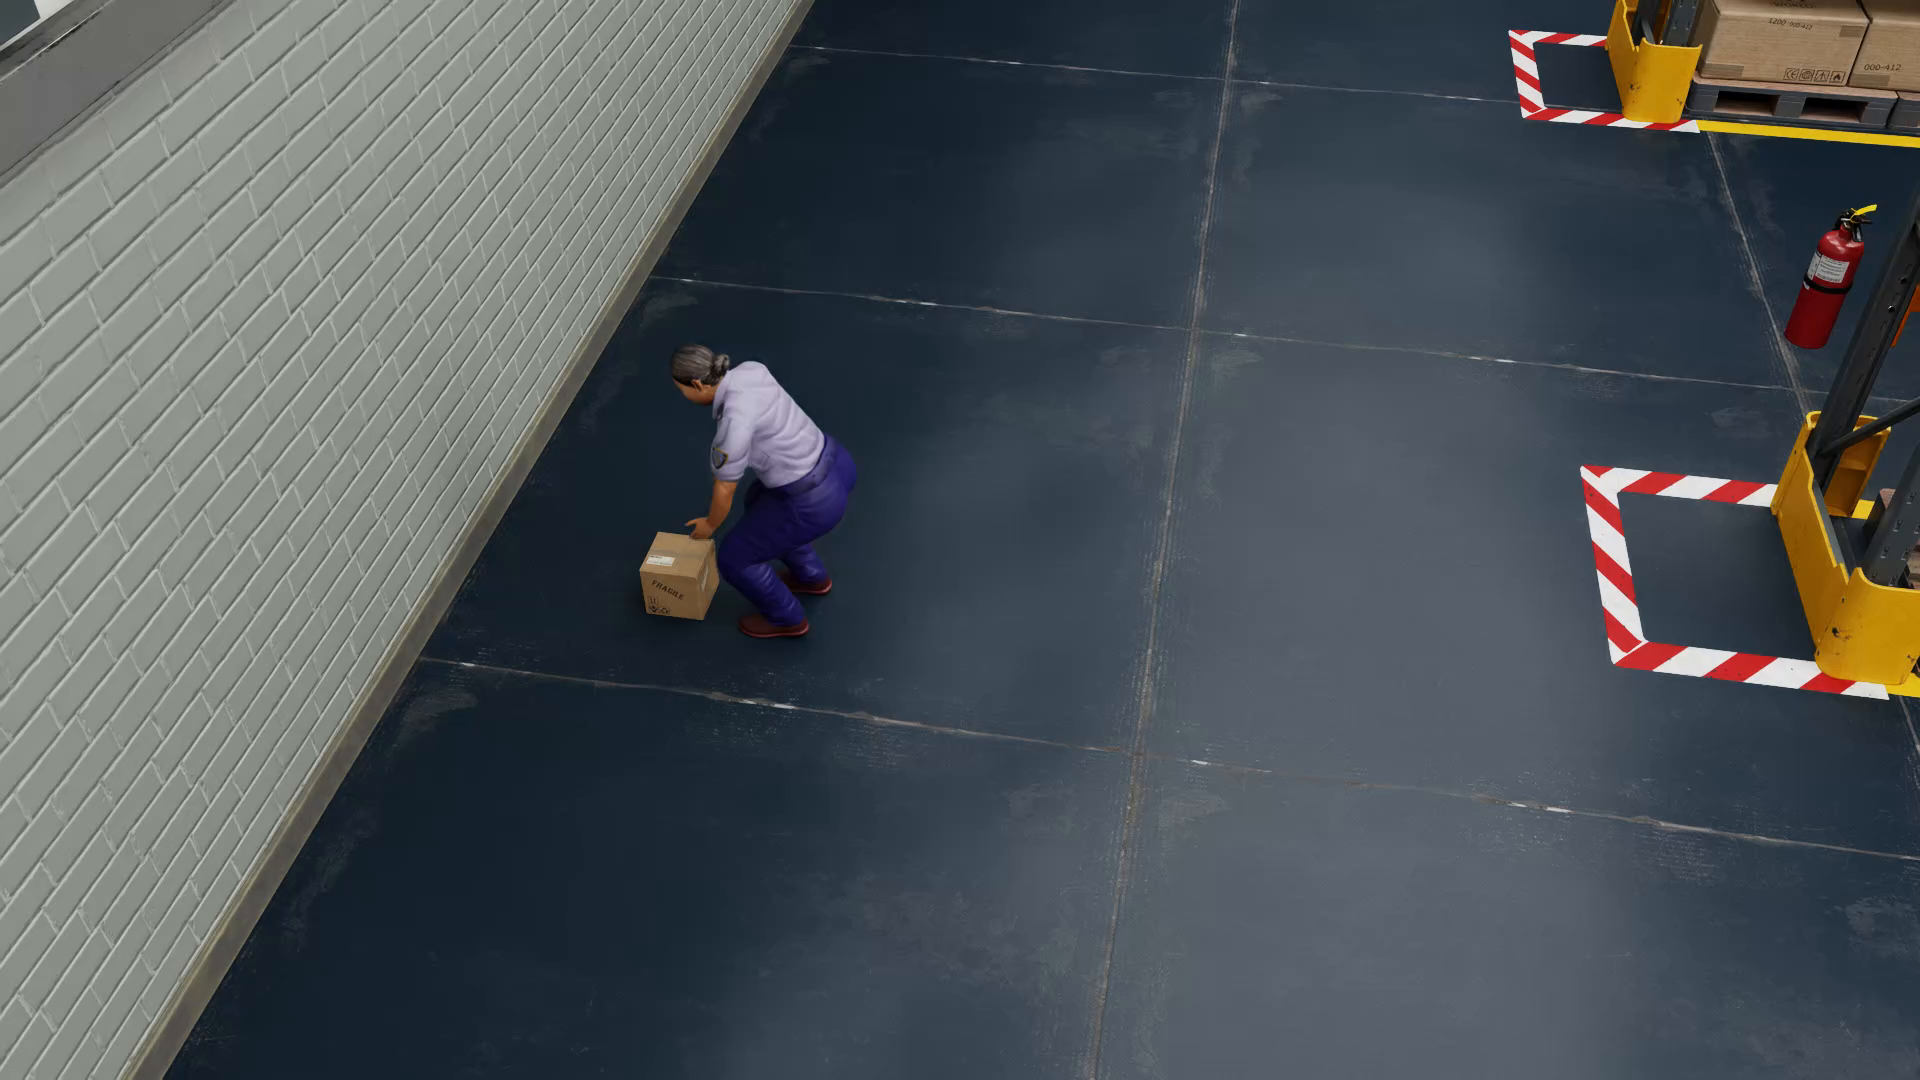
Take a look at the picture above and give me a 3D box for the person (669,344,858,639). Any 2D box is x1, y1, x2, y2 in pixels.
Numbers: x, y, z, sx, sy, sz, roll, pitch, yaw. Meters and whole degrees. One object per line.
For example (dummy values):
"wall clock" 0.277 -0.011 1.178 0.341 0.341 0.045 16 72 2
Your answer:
"person" -0.765 -0.194 6.636 0.673 1.340 0.529 7 41 8
